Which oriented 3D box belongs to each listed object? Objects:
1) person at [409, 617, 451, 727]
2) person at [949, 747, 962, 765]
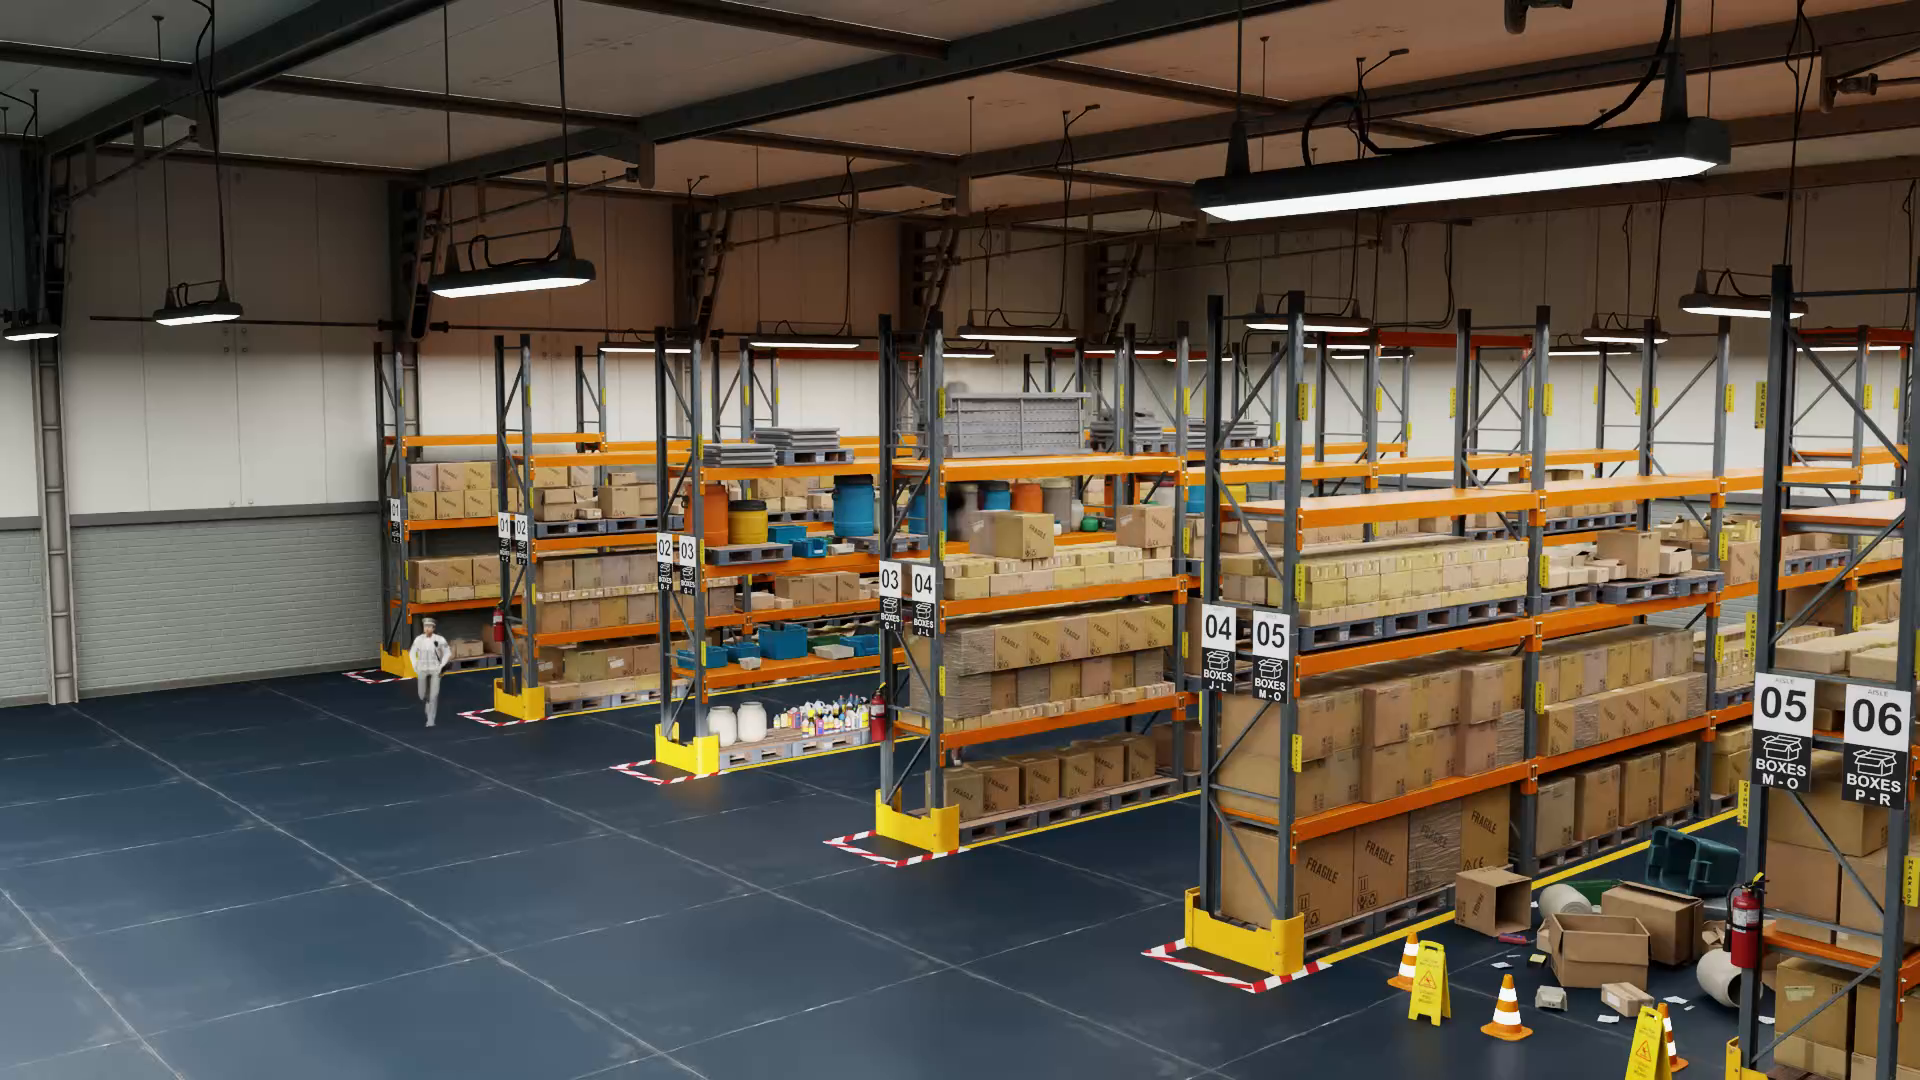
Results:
[{"bbox_3d":[-8.177,2.015,25.693,0.635,1.688,0.583,-1,5,-7],"label":"person"},{"bbox_3d":[-0.181,2.370,22.644,0.607,1.480,0.811,2,5,18],"label":"person"}]
